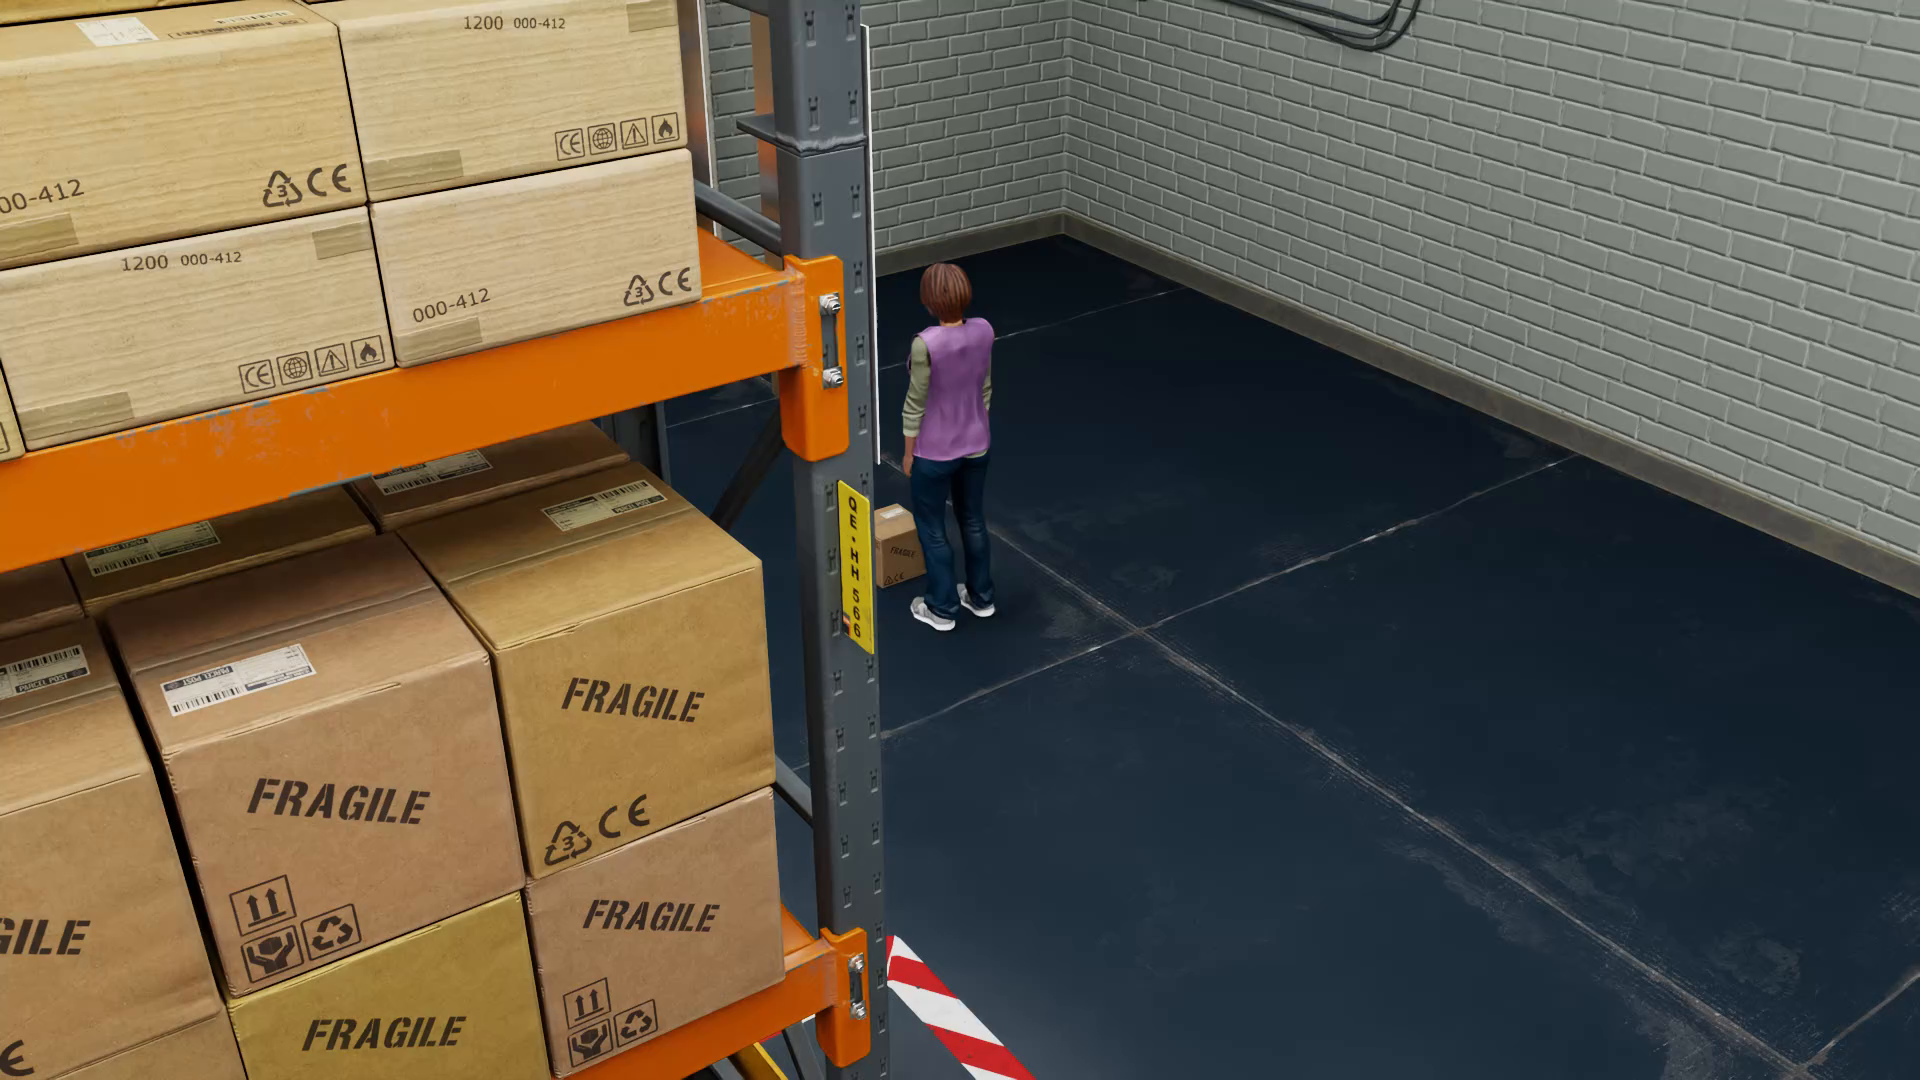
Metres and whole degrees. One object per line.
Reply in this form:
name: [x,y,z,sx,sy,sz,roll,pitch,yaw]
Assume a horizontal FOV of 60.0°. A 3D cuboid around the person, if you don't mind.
person: [-0.130,-0.015,7.152,0.431,0.762,0.830,-19,34,-31]
